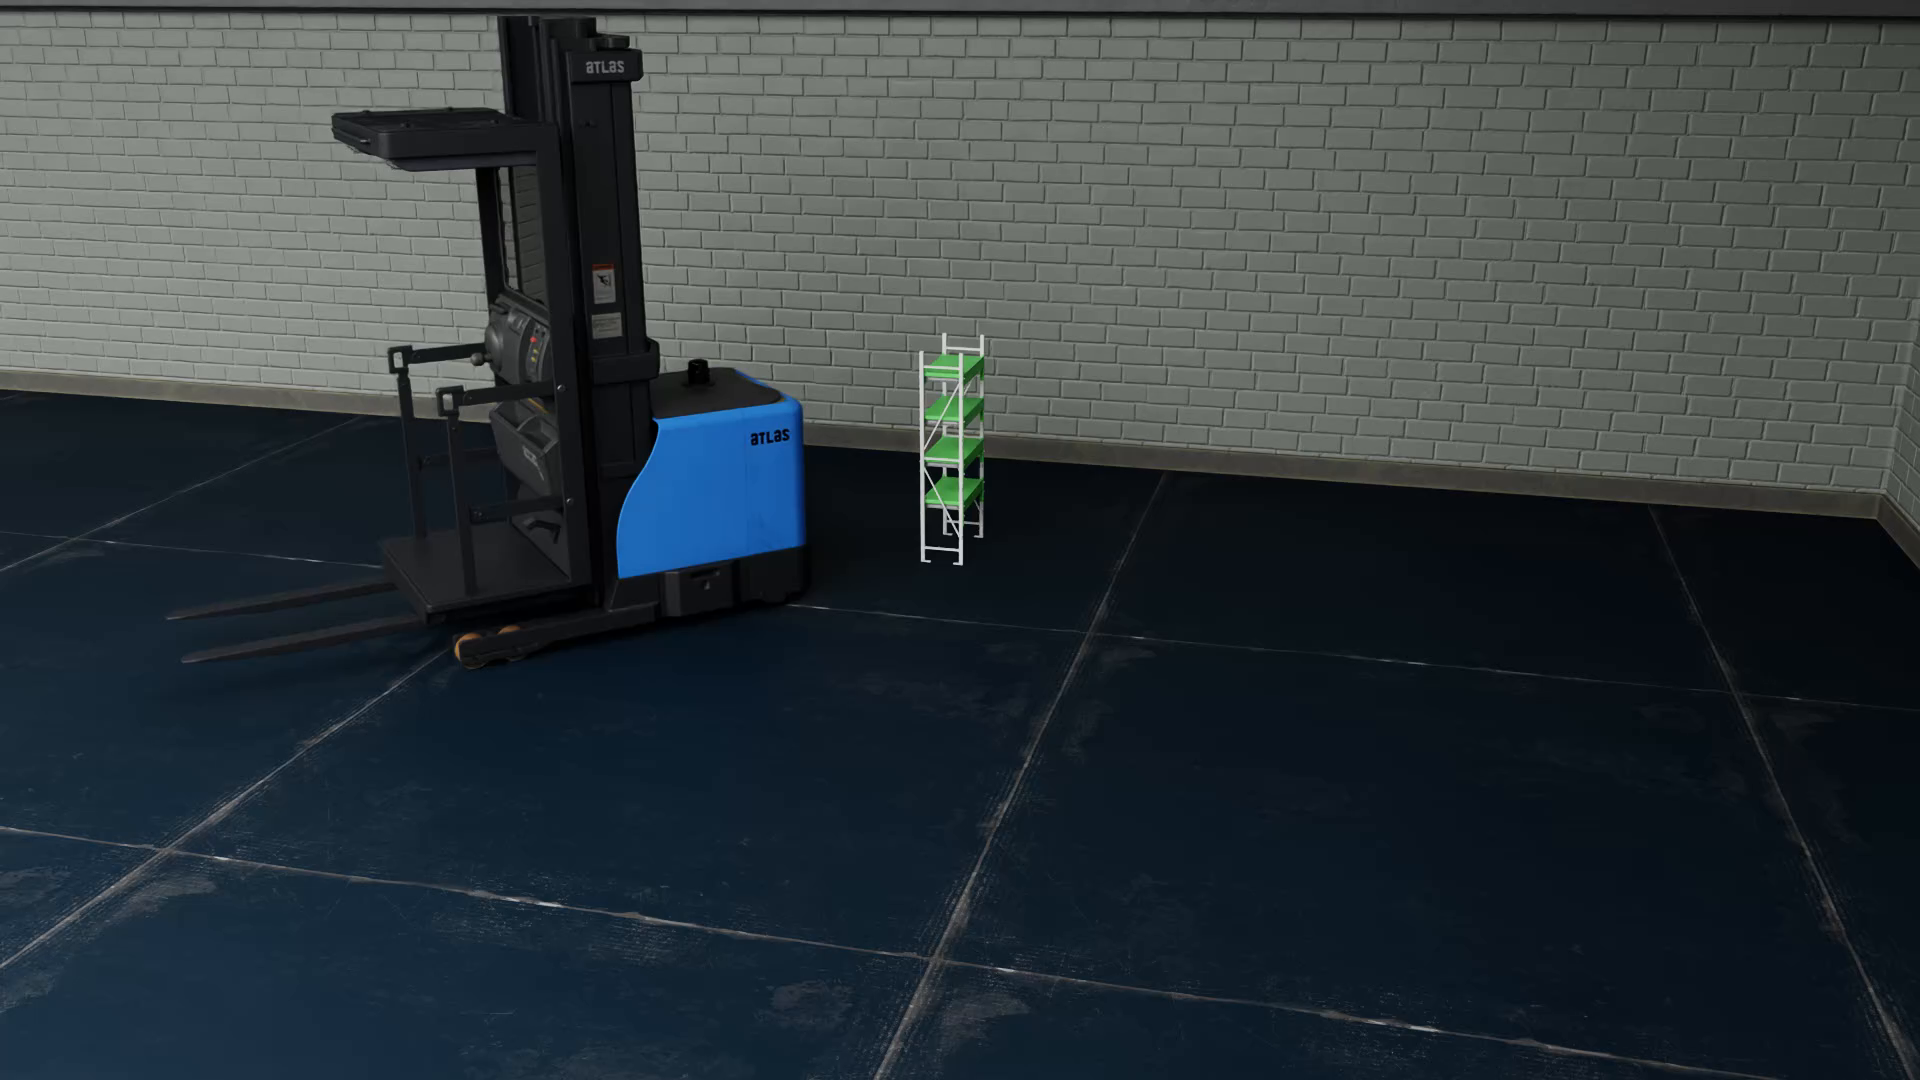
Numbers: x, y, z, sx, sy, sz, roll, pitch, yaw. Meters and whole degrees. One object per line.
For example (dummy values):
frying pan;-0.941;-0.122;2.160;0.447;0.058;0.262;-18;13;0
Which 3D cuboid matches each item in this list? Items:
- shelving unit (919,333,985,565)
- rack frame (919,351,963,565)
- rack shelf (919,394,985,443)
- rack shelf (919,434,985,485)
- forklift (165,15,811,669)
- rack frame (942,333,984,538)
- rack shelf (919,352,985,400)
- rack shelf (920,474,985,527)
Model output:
shelving unit;-0.040;-0.516;9.342;0.258;1.200;0.503;5;19;13
rack frame;-0.100;-0.439;9.118;0.240;1.200;0.015;5;19;13
rack shelf;-0.040;-0.683;9.285;0.258;0.148;0.480;5;19;13
rack shelf;-0.040;-0.455;9.362;0.258;0.148;0.480;5;19;13
forklift;-2.321;-0.970;7.992;3.031;2.935;1.130;-11;22;-28
rack frame;0.019;-0.592;9.566;0.240;1.200;0.015;5;19;13
rack shelf;-0.040;-0.910;9.207;0.258;0.148;0.480;5;19;13
rack shelf;-0.040;-0.228;9.440;0.258;0.148;0.480;5;19;13
